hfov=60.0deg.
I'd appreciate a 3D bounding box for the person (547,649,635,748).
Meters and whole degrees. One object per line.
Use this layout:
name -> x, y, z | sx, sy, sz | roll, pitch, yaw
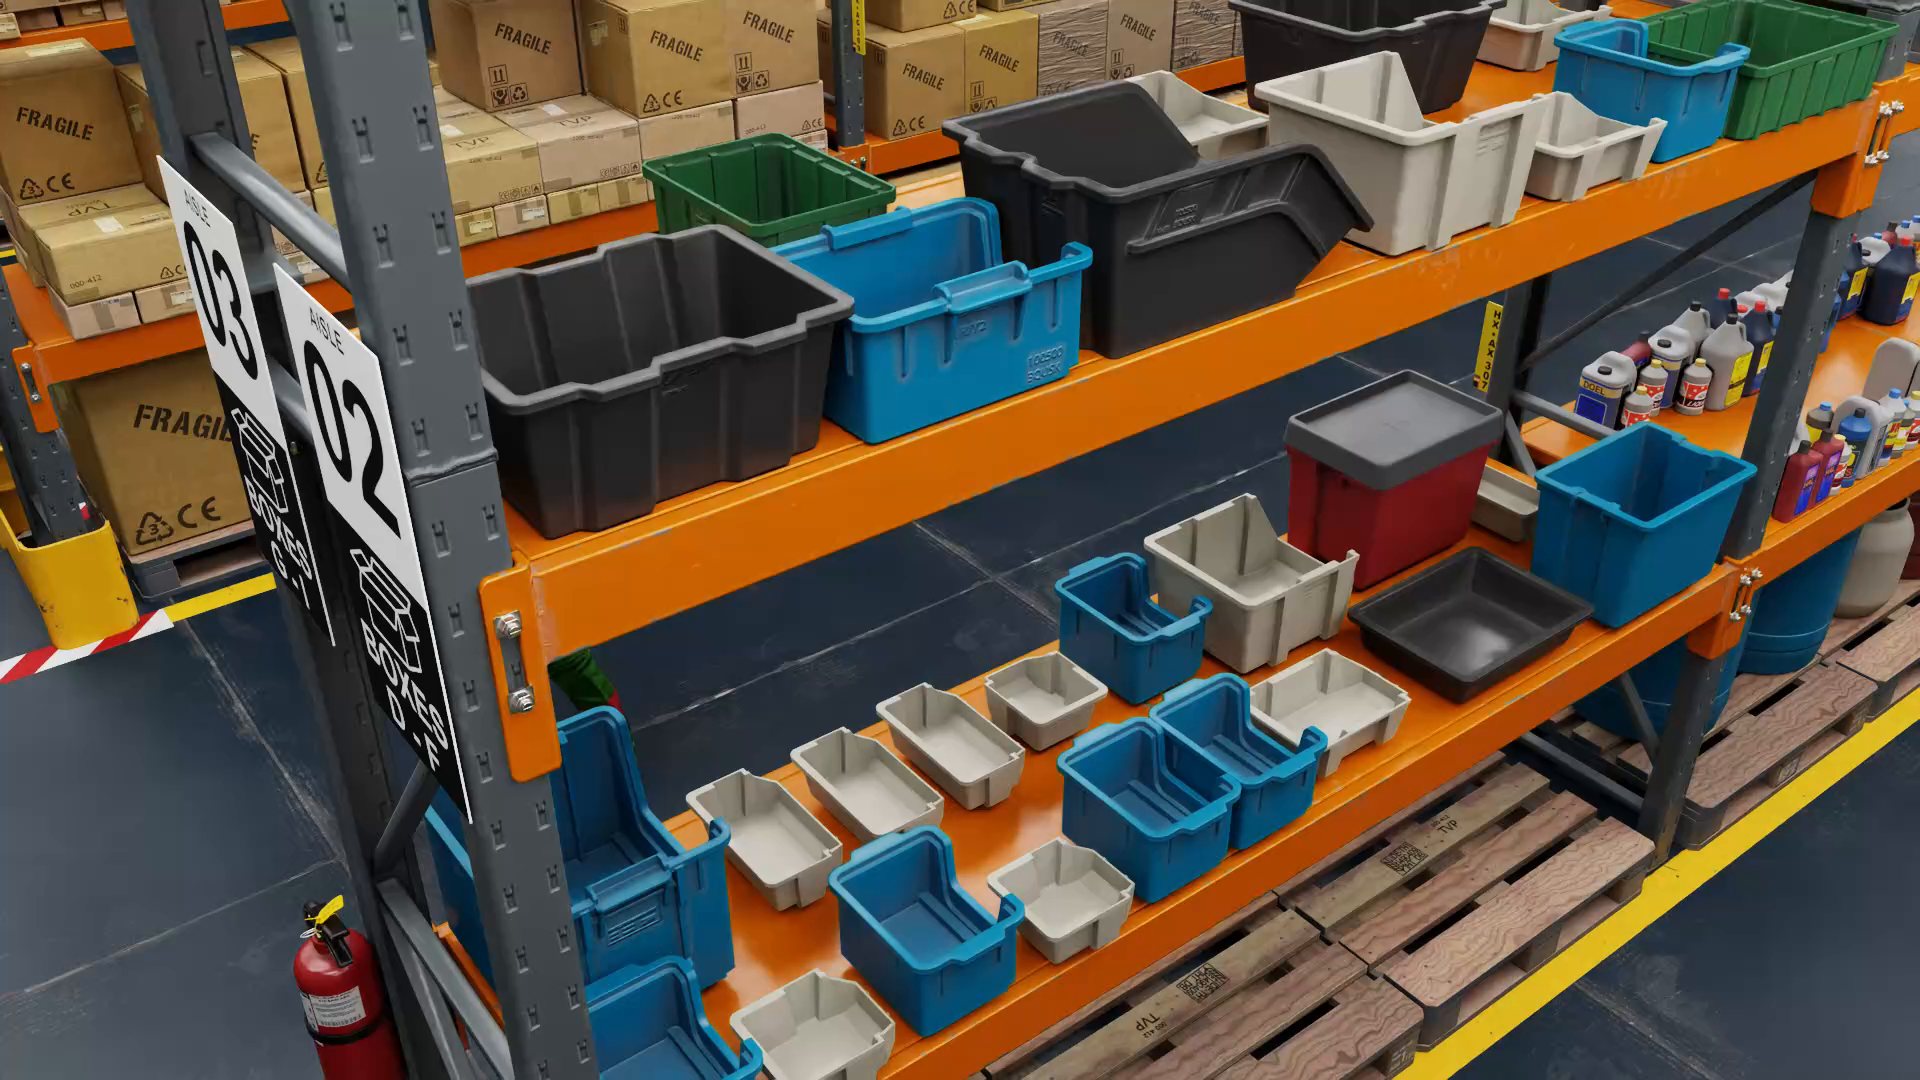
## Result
person -> -1.616, 0.108, 5.969 | 0.663, 1.748, 0.620 | -14, 34, -21
